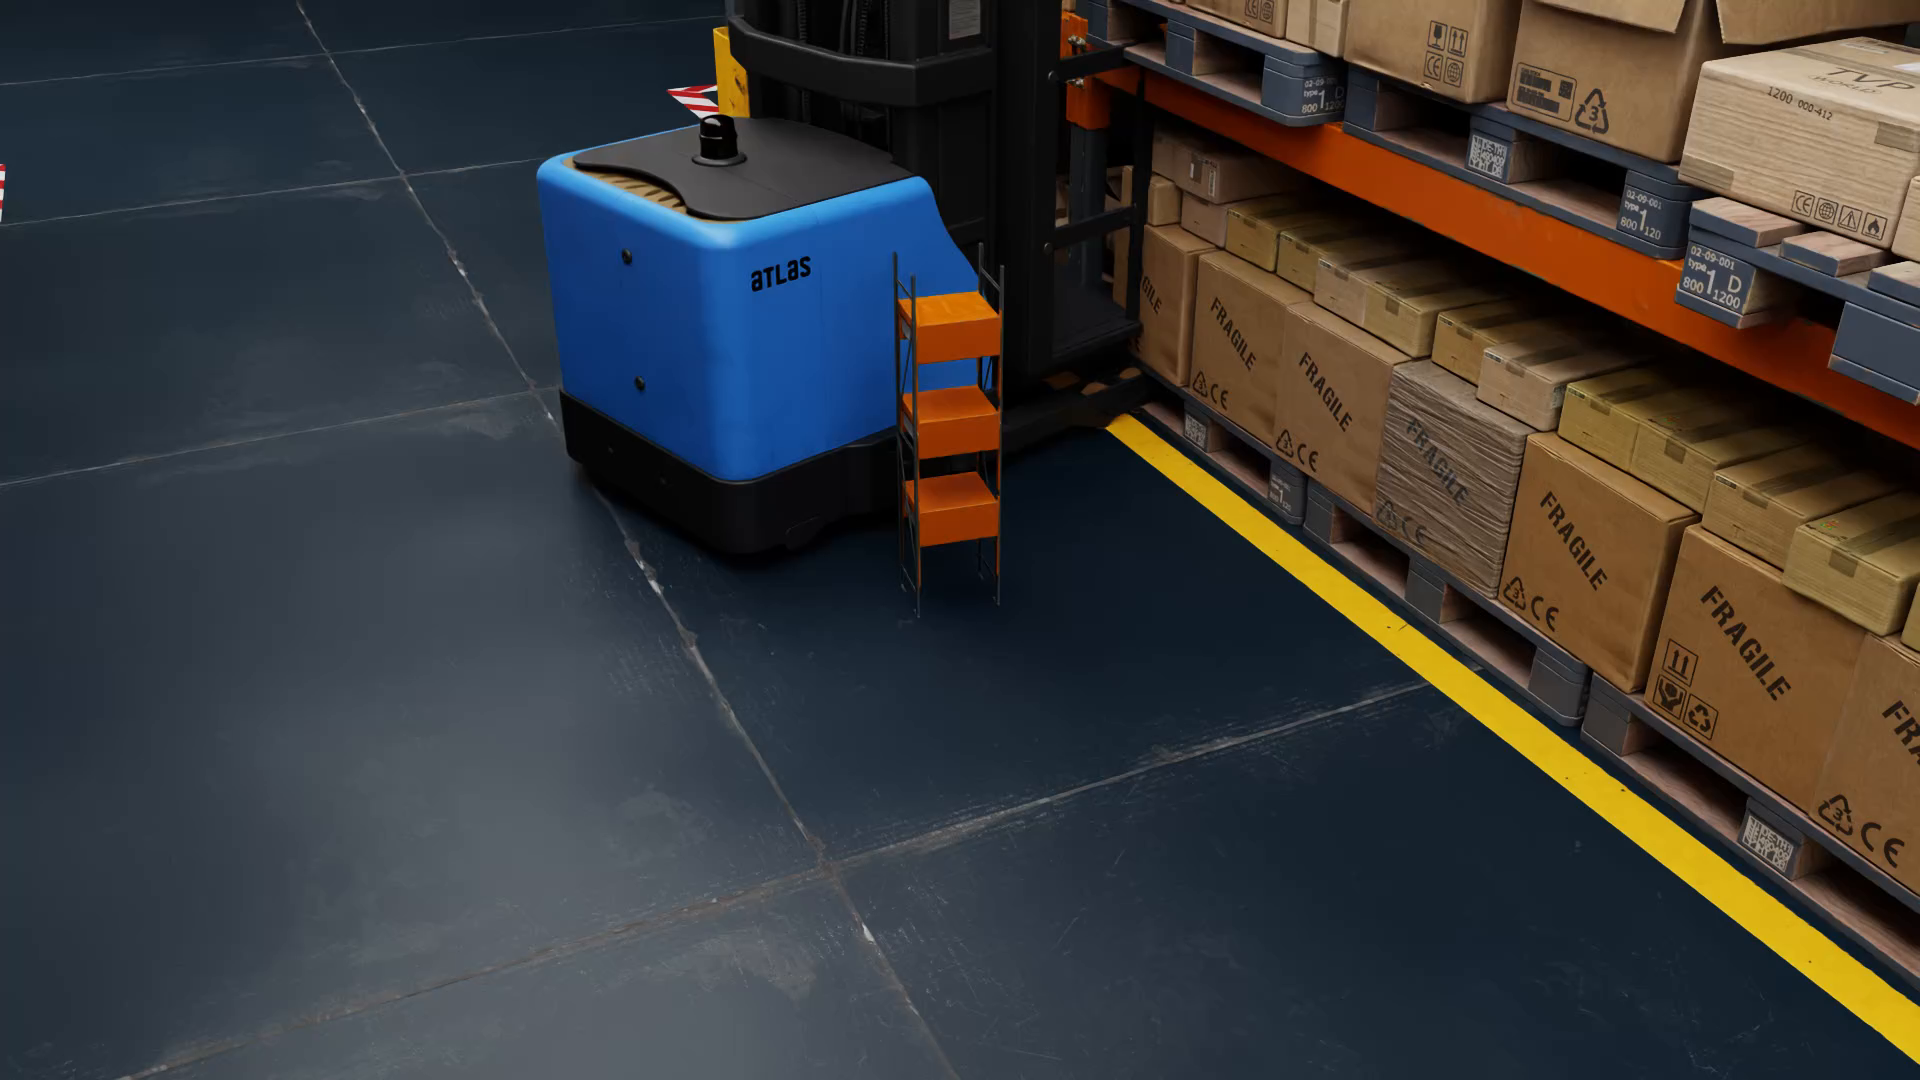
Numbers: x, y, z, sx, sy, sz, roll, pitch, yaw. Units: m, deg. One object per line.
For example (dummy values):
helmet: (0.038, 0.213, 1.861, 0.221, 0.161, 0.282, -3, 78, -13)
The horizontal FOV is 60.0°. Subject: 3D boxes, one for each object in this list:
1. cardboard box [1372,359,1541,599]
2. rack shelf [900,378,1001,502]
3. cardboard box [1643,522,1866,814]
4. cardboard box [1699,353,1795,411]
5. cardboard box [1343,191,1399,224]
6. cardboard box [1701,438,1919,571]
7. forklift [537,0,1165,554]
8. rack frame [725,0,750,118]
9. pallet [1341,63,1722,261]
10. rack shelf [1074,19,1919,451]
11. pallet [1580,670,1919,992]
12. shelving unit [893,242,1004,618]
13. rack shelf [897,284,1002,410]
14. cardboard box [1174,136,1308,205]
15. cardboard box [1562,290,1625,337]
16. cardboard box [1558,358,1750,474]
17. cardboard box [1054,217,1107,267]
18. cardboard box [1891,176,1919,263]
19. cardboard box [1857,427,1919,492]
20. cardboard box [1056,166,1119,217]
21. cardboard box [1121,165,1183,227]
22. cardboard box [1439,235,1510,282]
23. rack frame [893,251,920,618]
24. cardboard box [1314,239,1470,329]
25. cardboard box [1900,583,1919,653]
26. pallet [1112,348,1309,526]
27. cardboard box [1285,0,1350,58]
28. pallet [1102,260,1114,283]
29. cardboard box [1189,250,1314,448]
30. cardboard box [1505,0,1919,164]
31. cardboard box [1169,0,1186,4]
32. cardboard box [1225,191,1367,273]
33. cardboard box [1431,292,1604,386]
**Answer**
cardboard box: (1.547, -0.216, 4.695, 0.500, 0.500, 0.500, -14, 32, -24)
rack shelf: (-0.032, -0.285, 4.706, 0.240, 0.259, 0.215, -8, 30, -15)
cardboard box: (2.014, 0.240, 3.882, 0.500, 0.500, 0.500, -14, 32, -23)
cardboard box: (2.195, -0.435, 4.422, 0.380, 0.149, 0.250, -14, 32, -23)
cardboard box: (1.526, -1.122, 5.648, 0.380, 0.149, 0.250, -13, 32, -21)
cardboard box: (1.936, -0.083, 3.794, 0.380, 0.149, 0.250, -14, 32, -24)
forklift: (0.091, -1.842, 5.539, 3.031, 2.935, 1.130, -24, 37, -36)
rack frame: (-0.839, -3.836, 9.025, 1.000, 3.000, 0.127, -13, 32, -22)
pallet: (1.756, -1.077, 4.300, 1.003, 0.211, 1.213, -13, 32, -22)
rack shelf: (1.736, -0.872, 4.474, 1.077, 0.370, 4.000, -13, 32, -22)
pallet: (2.309, 0.576, 4.007, 1.003, 0.211, 1.213, -13, 32, -22)
shelving unit: (-0.032, -0.294, 4.700, 0.252, 1.050, 0.215, -8, 30, -15)
rack shelf: (-0.032, -0.532, 4.567, 0.240, 0.259, 0.215, -8, 30, -15)
cardboard box: (0.946, -1.256, 5.582, 0.380, 0.149, 0.250, -15, 32, -24)
cardboard box: (1.972, -0.662, 4.827, 0.380, 0.149, 0.250, -14, 32, -24)
cardboard box: (1.756, -0.319, 4.215, 0.380, 0.149, 0.250, -14, 32, -23)
cardboard box: (0.373, -1.193, 6.797, 0.380, 0.149, 0.250, -14, 32, -23)
cardboard box: (1.966, -0.586, 3.055, 0.380, 0.149, 0.250, -12, 32, -21)
cardboard box: (2.384, -0.190, 3.985, 0.380, 0.149, 0.250, -13, 32, -21)
cardboard box: (0.621, -1.542, 7.419, 0.380, 0.149, 0.250, -14, 32, -23)
cardboard box: (0.791, -1.231, 5.841, 0.380, 0.149, 0.250, -12, 31, -20)
cardboard box: (1.729, -0.882, 5.219, 0.380, 0.149, 0.250, -12, 32, -21)
rack frame: (-0.149, -0.276, 4.669, 0.008, 1.050, 0.200, -8, 30, -15)
cardboard box: (1.304, -0.777, 5.032, 0.380, 0.149, 0.250, -13, 32, -22)
cardboard box: (2.154, 0.157, 3.367, 0.380, 0.149, 0.250, -15, 32, -24)
pallet: (1.261, -0.502, 5.929, 1.003, 0.211, 1.213, -13, 32, -22)
cardboard box: (1.128, -1.500, 4.565, 0.396, 0.266, 0.258, -12, 31, -20)
pallet: (0.584, -1.157, 7.097, 1.003, 0.211, 1.213, -13, 32, -22)
cardboard box: (1.120, -0.668, 5.501, 0.500, 0.500, 0.500, -14, 32, -23)
cardboard box: (1.727, -1.213, 3.811, 0.797, 0.503, 0.637, -14, 32, -23)
cardboard box: (0.883, -2.035, 5.281, 0.700, 0.500, 0.500, -12, 32, -21)
cardboard box: (1.101, -1.014, 5.454, 0.380, 0.149, 0.250, -15, 33, -25)
cardboard box: (1.551, -0.554, 4.634, 0.380, 0.149, 0.250, -13, 32, -22)
